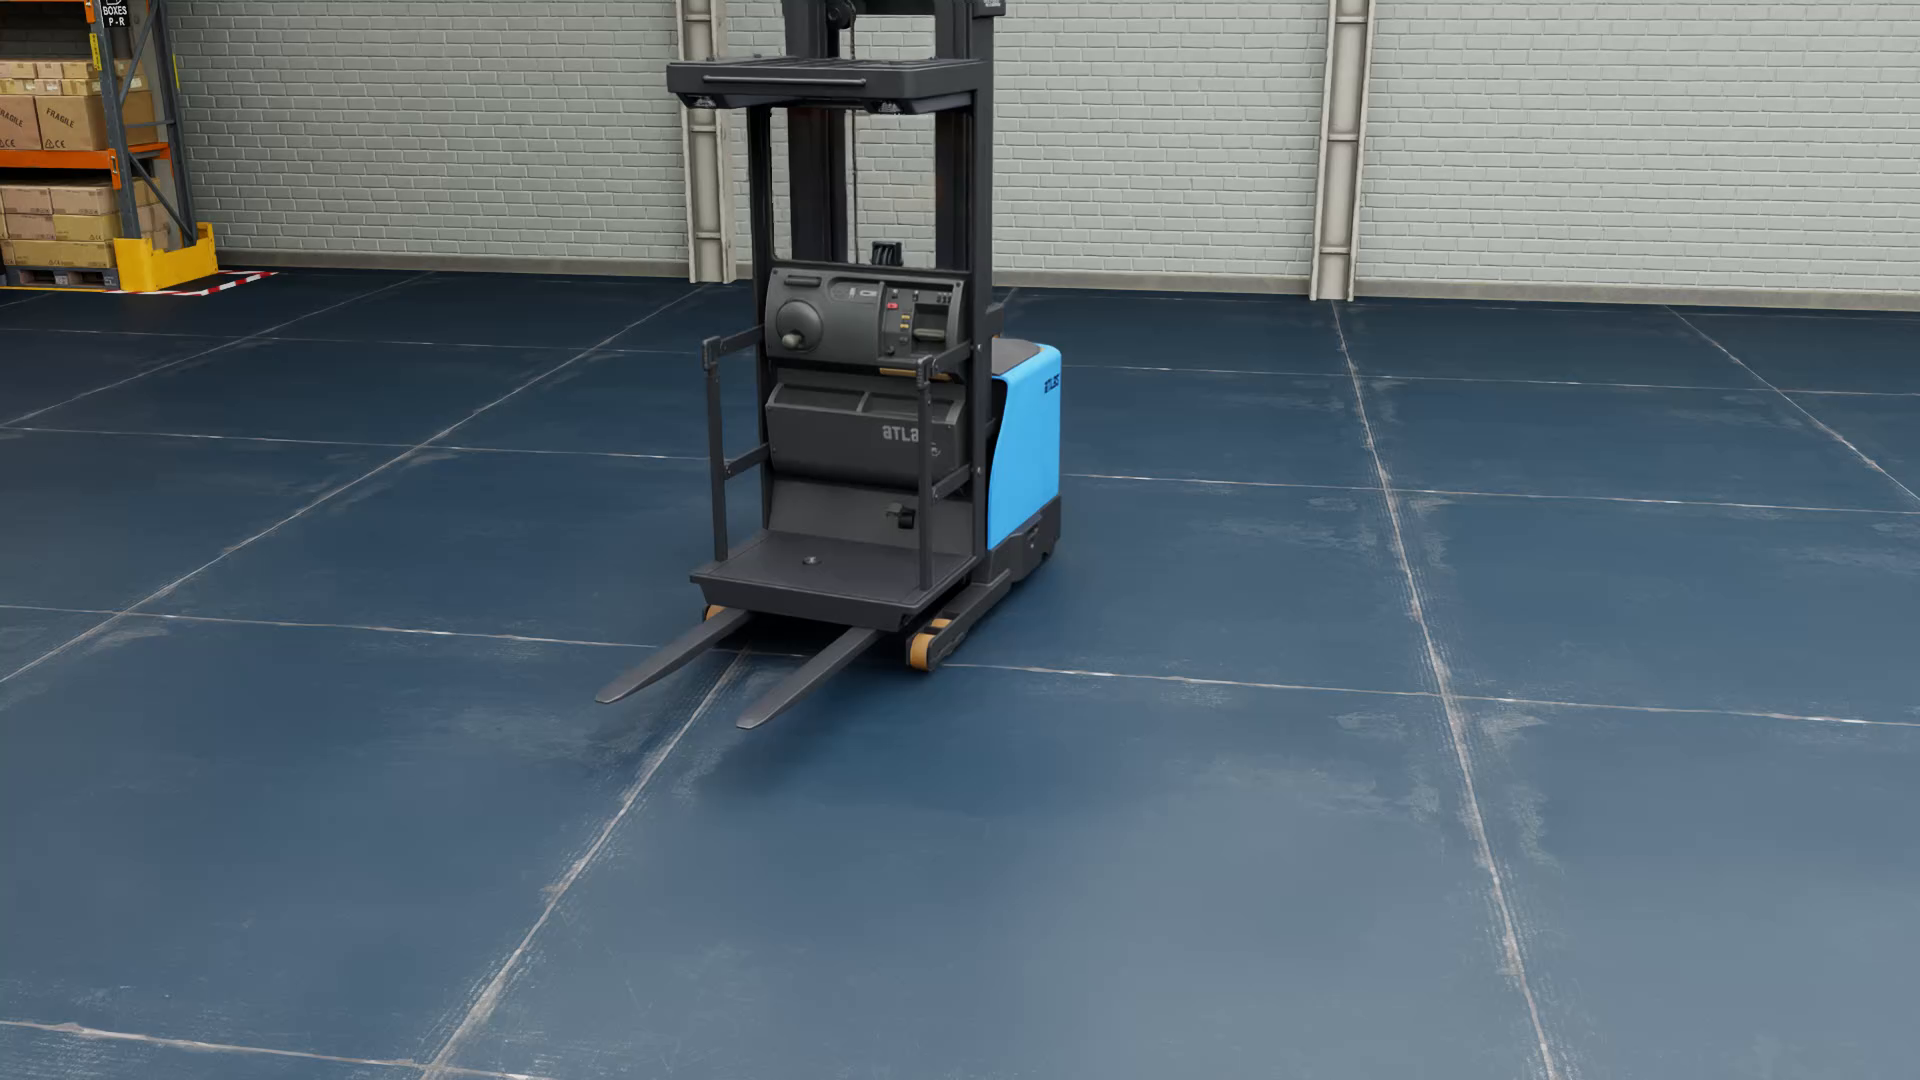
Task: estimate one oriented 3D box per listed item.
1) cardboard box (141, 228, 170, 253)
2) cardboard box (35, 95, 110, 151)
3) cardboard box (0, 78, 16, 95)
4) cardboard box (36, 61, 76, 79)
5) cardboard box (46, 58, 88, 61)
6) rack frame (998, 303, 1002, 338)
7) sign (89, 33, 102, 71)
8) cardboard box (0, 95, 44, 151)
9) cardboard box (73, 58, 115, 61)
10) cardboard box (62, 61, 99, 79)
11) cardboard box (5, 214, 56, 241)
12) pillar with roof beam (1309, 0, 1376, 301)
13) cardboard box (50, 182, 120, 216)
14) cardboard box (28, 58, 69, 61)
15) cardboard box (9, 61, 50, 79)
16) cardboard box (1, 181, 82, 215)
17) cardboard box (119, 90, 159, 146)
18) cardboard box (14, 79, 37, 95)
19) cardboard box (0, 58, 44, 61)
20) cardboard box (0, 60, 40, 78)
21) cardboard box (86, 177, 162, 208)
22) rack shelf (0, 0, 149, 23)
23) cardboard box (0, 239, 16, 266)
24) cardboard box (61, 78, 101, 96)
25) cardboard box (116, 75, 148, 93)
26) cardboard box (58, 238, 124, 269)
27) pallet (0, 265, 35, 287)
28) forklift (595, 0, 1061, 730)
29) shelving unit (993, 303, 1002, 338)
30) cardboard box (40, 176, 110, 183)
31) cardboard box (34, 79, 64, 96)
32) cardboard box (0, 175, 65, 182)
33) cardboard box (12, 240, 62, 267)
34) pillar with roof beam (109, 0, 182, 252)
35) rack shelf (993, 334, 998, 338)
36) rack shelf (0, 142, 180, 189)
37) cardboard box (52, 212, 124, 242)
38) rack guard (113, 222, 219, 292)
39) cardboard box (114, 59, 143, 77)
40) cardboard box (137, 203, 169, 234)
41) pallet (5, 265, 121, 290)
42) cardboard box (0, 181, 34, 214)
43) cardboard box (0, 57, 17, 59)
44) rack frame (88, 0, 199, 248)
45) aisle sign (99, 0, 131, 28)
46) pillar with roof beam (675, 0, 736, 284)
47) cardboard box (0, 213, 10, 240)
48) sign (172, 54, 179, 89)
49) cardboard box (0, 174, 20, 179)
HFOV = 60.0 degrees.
[{"bbox_3d":[-8.279,-2.964,16.605,0.500,0.250,0.500,3,19,9],"label":"cardboard box"},{"bbox_3d":[-8.353,-3.973,15.791,0.500,0.500,0.500,3,19,7],"label":"cardboard box"},{"bbox_3d":[-8.959,-4.319,15.805,0.250,0.149,0.380,3,19,8],"label":"cardboard box"},{"bbox_3d":[-8.461,-4.433,15.677,0.250,0.149,0.380,3,19,9],"label":"cardboard box"},{"bbox_3d":[-8.639,-4.595,16.161,0.250,0.149,0.380,3,19,10],"label":"cardboard box"},{"bbox_3d":[0.170,-0.637,8.817,0.015,1.200,0.240,7,20,20],"label":"rack frame"},{"bbox_3d":[-7.925,-4.475,15.251,0.005,0.325,0.100,3,19,9],"label":"sign"},{"bbox_3d":[-8.864,-4.002,15.878,0.500,0.500,0.500,4,19,10],"label":"cardboard box"},{"bbox_3d":[-8.376,-4.596,16.162,0.250,0.149,0.380,4,19,11],"label":"cardboard box"},{"bbox_3d":[-8.212,-4.431,15.669,0.250,0.149,0.380,3,19,9],"label":"cardboard box"},{"bbox_3d":[-8.849,-3.070,16.135,0.500,0.250,0.500,3,19,8],"label":"cardboard box"},{"bbox_3d":[2.795,-5.192,10.140,0.400,9.000,9.100,3,19,9],"label":"pillar with roof beam"},{"bbox_3d":[-8.330,-3.277,15.967,0.500,0.250,0.500,4,19,10],"label":"cardboard box"},{"bbox_3d":[-8.881,-4.612,16.212,0.250,0.149,0.380,3,19,9],"label":"cardboard box"},{"bbox_3d":[-8.724,-4.438,15.691,0.250,0.149,0.380,3,19,10],"label":"cardboard box"},{"bbox_3d":[-8.835,-3.301,16.038,0.500,0.250,0.500,3,19,10],"label":"cardboard box"},{"bbox_3d":[-8.270,-4.142,16.297,0.500,0.500,0.500,4,19,10],"label":"cardboard box"},{"bbox_3d":[-8.716,-4.303,15.757,0.250,0.149,0.380,3,19,10],"label":"cardboard box"},{"bbox_3d":[-9.145,-4.618,16.228,0.250,0.149,0.380,4,19,10],"label":"cardboard box"},{"bbox_3d":[-8.958,-4.474,15.798,0.250,0.149,0.380,3,19,9],"label":"cardboard box"},{"bbox_3d":[-8.270,-3.435,16.439,0.500,0.250,0.500,3,19,8],"label":"cardboard box"},{"bbox_3d":[-9.800,-5.165,15.918,4.000,0.370,1.077,3,19,9],"label":"rack shelf"},{"bbox_3d":[-9.321,-2.859,16.291,0.500,0.250,0.500,3,19,9],"label":"cardboard box"},{"bbox_3d":[-8.212,-4.267,15.650,0.250,0.149,0.380,3,19,9],"label":"cardboard box"},{"bbox_3d":[-8.119,-4.436,16.154,0.250,0.149,0.380,2,19,7],"label":"cardboard box"},{"bbox_3d":[-8.339,-2.803,16.123,0.500,0.250,0.500,3,19,9],"label":"cardboard box"},{"bbox_3d":[-9.788,-2.748,16.683,1.213,0.211,1.003,3,19,9],"label":"pallet"},{"bbox_3d":[-0.504,-0.976,7.102,1.130,2.935,3.031,7,20,21],"label":"forklift"},{"bbox_3d":[-0.057,-0.666,8.903,0.503,1.200,0.258,7,20,20],"label":"shelving unit"},{"bbox_3d":[-8.764,-3.460,16.511,0.500,0.250,0.500,3,19,9],"label":"cardboard box"},{"bbox_3d":[-8.469,-4.271,15.660,0.250,0.149,0.380,3,19,10],"label":"cardboard box"},{"bbox_3d":[-9.256,-3.488,16.596,0.500,0.250,0.500,3,19,8],"label":"cardboard box"},{"bbox_3d":[-8.829,-2.831,16.207,0.500,0.250,0.500,3,19,9],"label":"cardboard box"},{"bbox_3d":[-9.053,-5.796,11.945,0.400,9.000,9.100,3,19,9],"label":"pillar with roof beam"},{"bbox_3d":[-0.057,-1.039,8.778,0.480,0.148,0.258,7,20,20],"label":"rack shelf"},{"bbox_3d":[-9.800,-3.742,16.394,4.000,0.370,1.077,3,19,9],"label":"rack shelf"},{"bbox_3d":[-8.356,-3.041,16.050,0.500,0.250,0.500,3,19,8],"label":"cardboard box"},{"bbox_3d":[-7.802,-2.796,16.372,0.348,0.500,1.175,3,19,9],"label":"rack guard"},{"bbox_3d":[-8.123,-4.563,16.063,0.250,0.149,0.380,3,19,8],"label":"cardboard box"},{"bbox_3d":[-8.257,-3.204,16.534,0.500,0.250,0.500,3,19,10],"label":"cardboard box"},{"bbox_3d":[-8.587,-2.686,16.497,1.213,0.211,1.003,3,19,9],"label":"pallet"},{"bbox_3d":[-9.334,-3.324,16.105,0.500,0.250,0.500,3,19,9],"label":"cardboard box"},{"bbox_3d":[-9.389,-4.662,16.360,0.250,0.149,0.380,2,19,7],"label":"cardboard box"},{"bbox_3d":[-7.825,-3.983,15.979,0.127,3.000,1.000,3,19,9],"label":"rack frame"},{"bbox_3d":[-7.807,-5.120,15.281,0.004,0.787,0.394,3,19,9],"label":"aisle sign"},{"bbox_3d":[-3.129,-5.494,11.042,0.400,9.000,9.100,3,19,9],"label":"pillar with roof beam"},{"bbox_3d":[-9.362,-3.090,16.193,0.500,0.250,0.500,2,19,7],"label":"cardboard box"},{"bbox_3d":[-7.731,-4.604,16.347,0.005,0.325,0.100,3,19,9],"label":"sign"},{"bbox_3d":[-9.761,-3.516,16.680,0.500,0.250,0.500,3,19,8],"label":"cardboard box"}]
